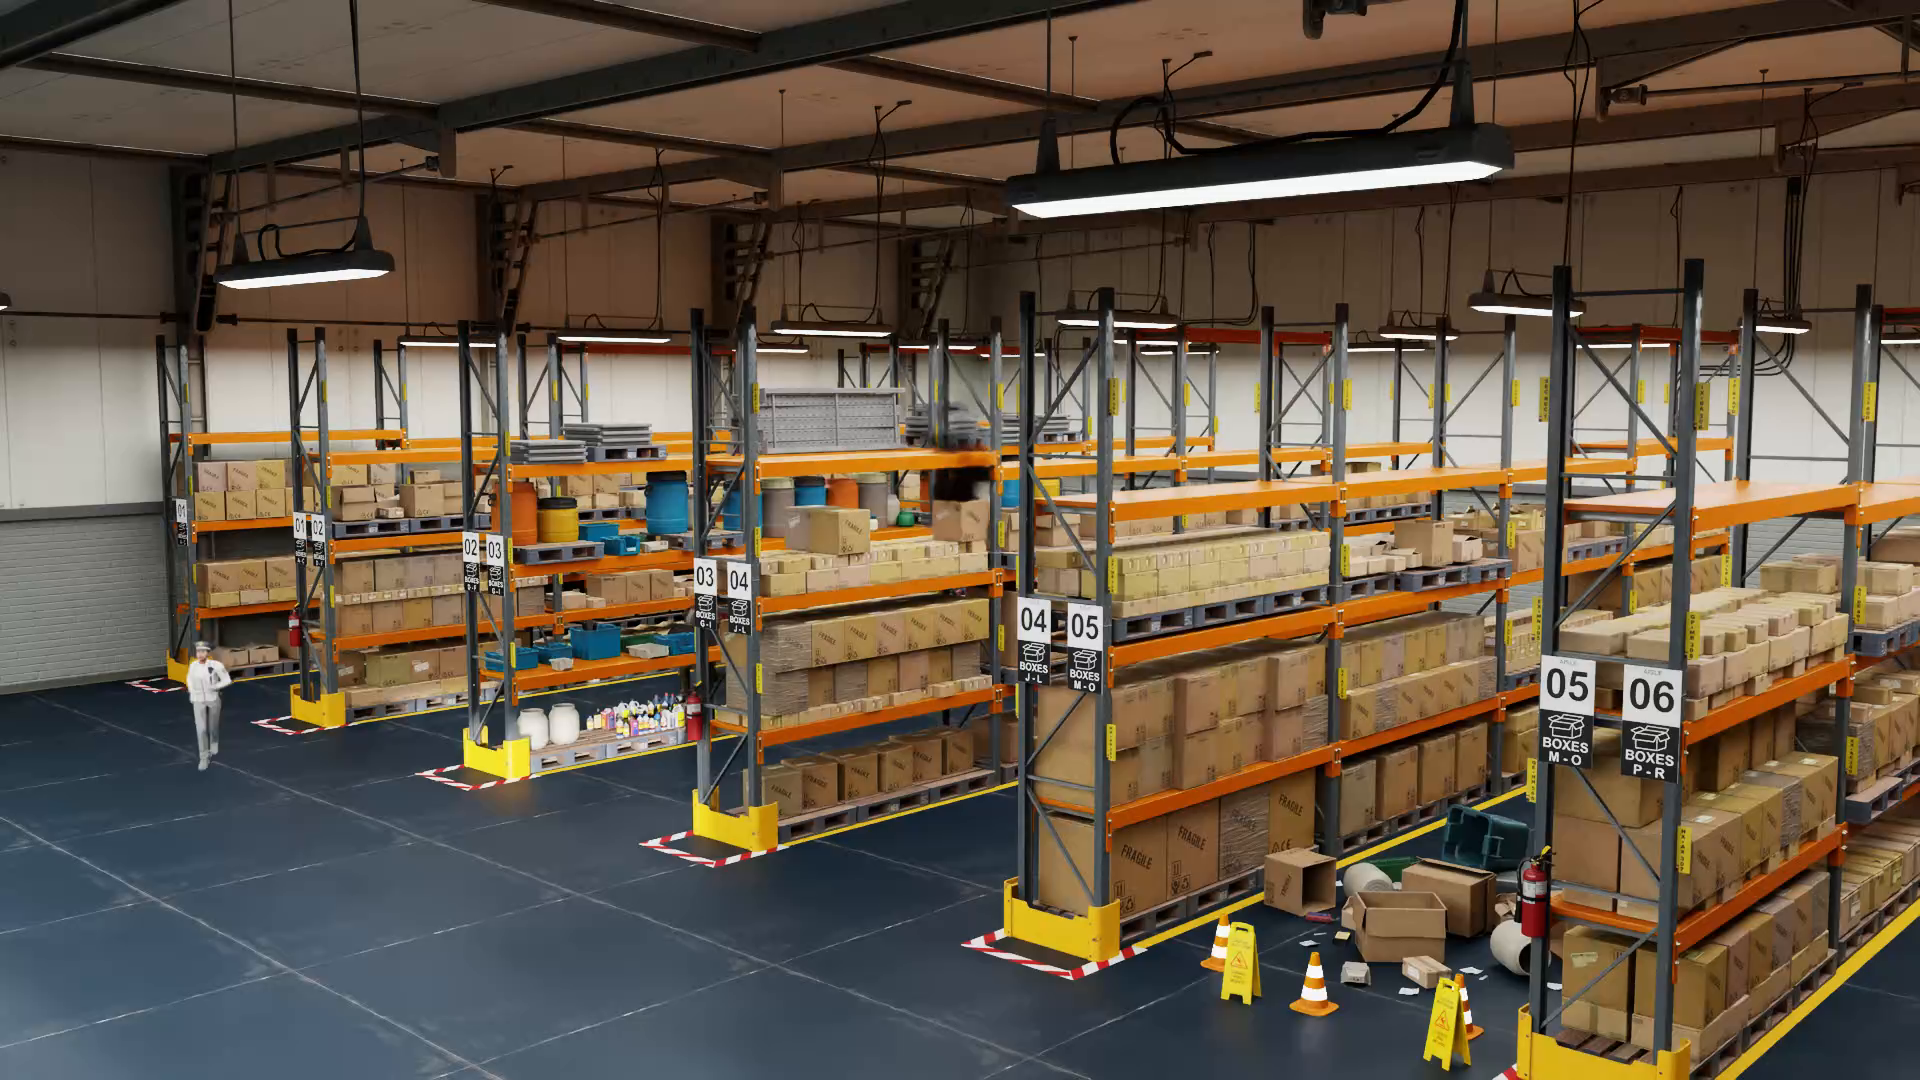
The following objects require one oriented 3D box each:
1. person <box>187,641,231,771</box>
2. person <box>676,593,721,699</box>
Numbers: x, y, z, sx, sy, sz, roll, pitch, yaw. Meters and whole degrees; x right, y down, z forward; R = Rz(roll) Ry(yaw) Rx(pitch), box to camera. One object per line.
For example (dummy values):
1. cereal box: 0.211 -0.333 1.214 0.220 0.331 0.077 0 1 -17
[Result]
1. person: -10.201 2.206 22.576 0.602 1.712 0.837 -1 6 -13
2. person: -4.337 1.723 27.283 0.719 1.752 0.980 4 6 34
